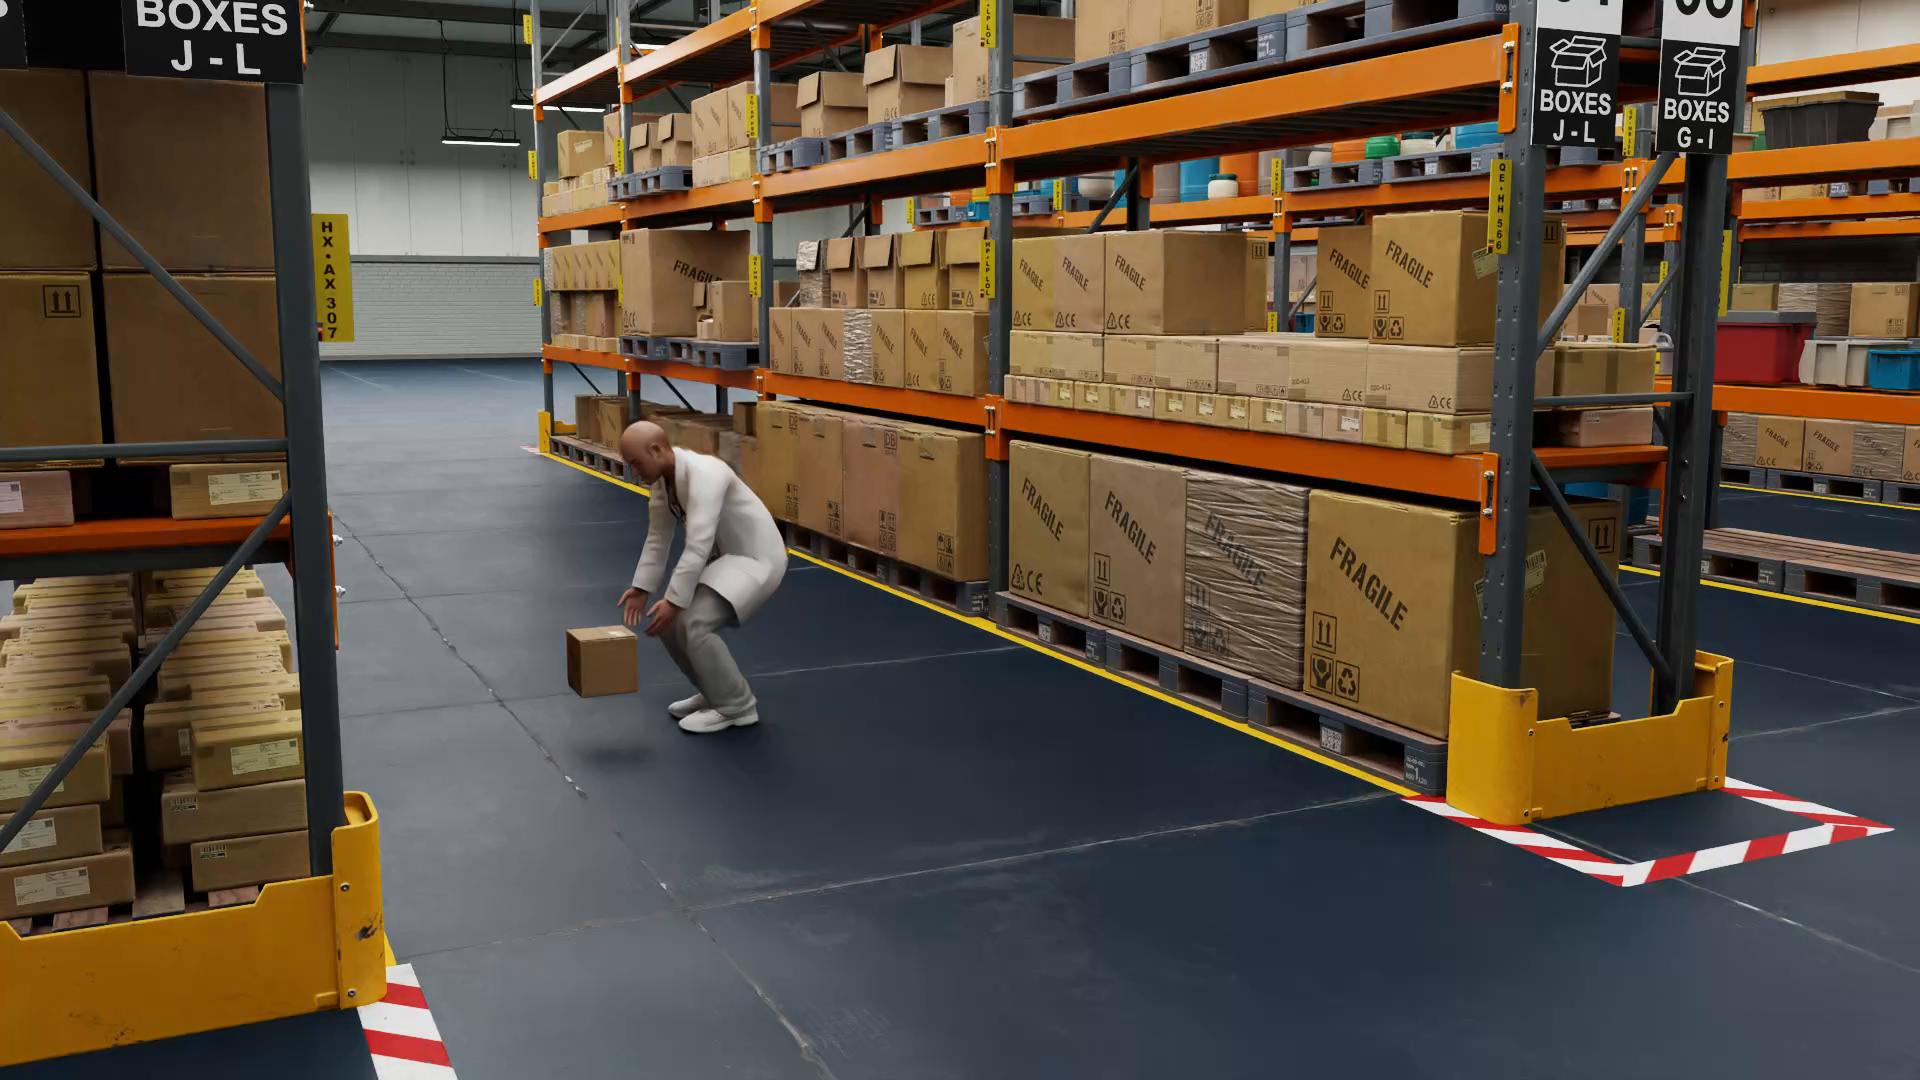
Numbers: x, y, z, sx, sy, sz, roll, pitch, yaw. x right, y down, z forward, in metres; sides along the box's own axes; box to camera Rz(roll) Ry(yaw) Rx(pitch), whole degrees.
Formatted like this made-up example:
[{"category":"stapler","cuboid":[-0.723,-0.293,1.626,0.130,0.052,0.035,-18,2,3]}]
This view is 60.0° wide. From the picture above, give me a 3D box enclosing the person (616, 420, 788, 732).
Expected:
[{"category":"person","cuboid":[-1.115,0.146,7.323,0.749,1.365,0.632,-4,9,-26]}]
